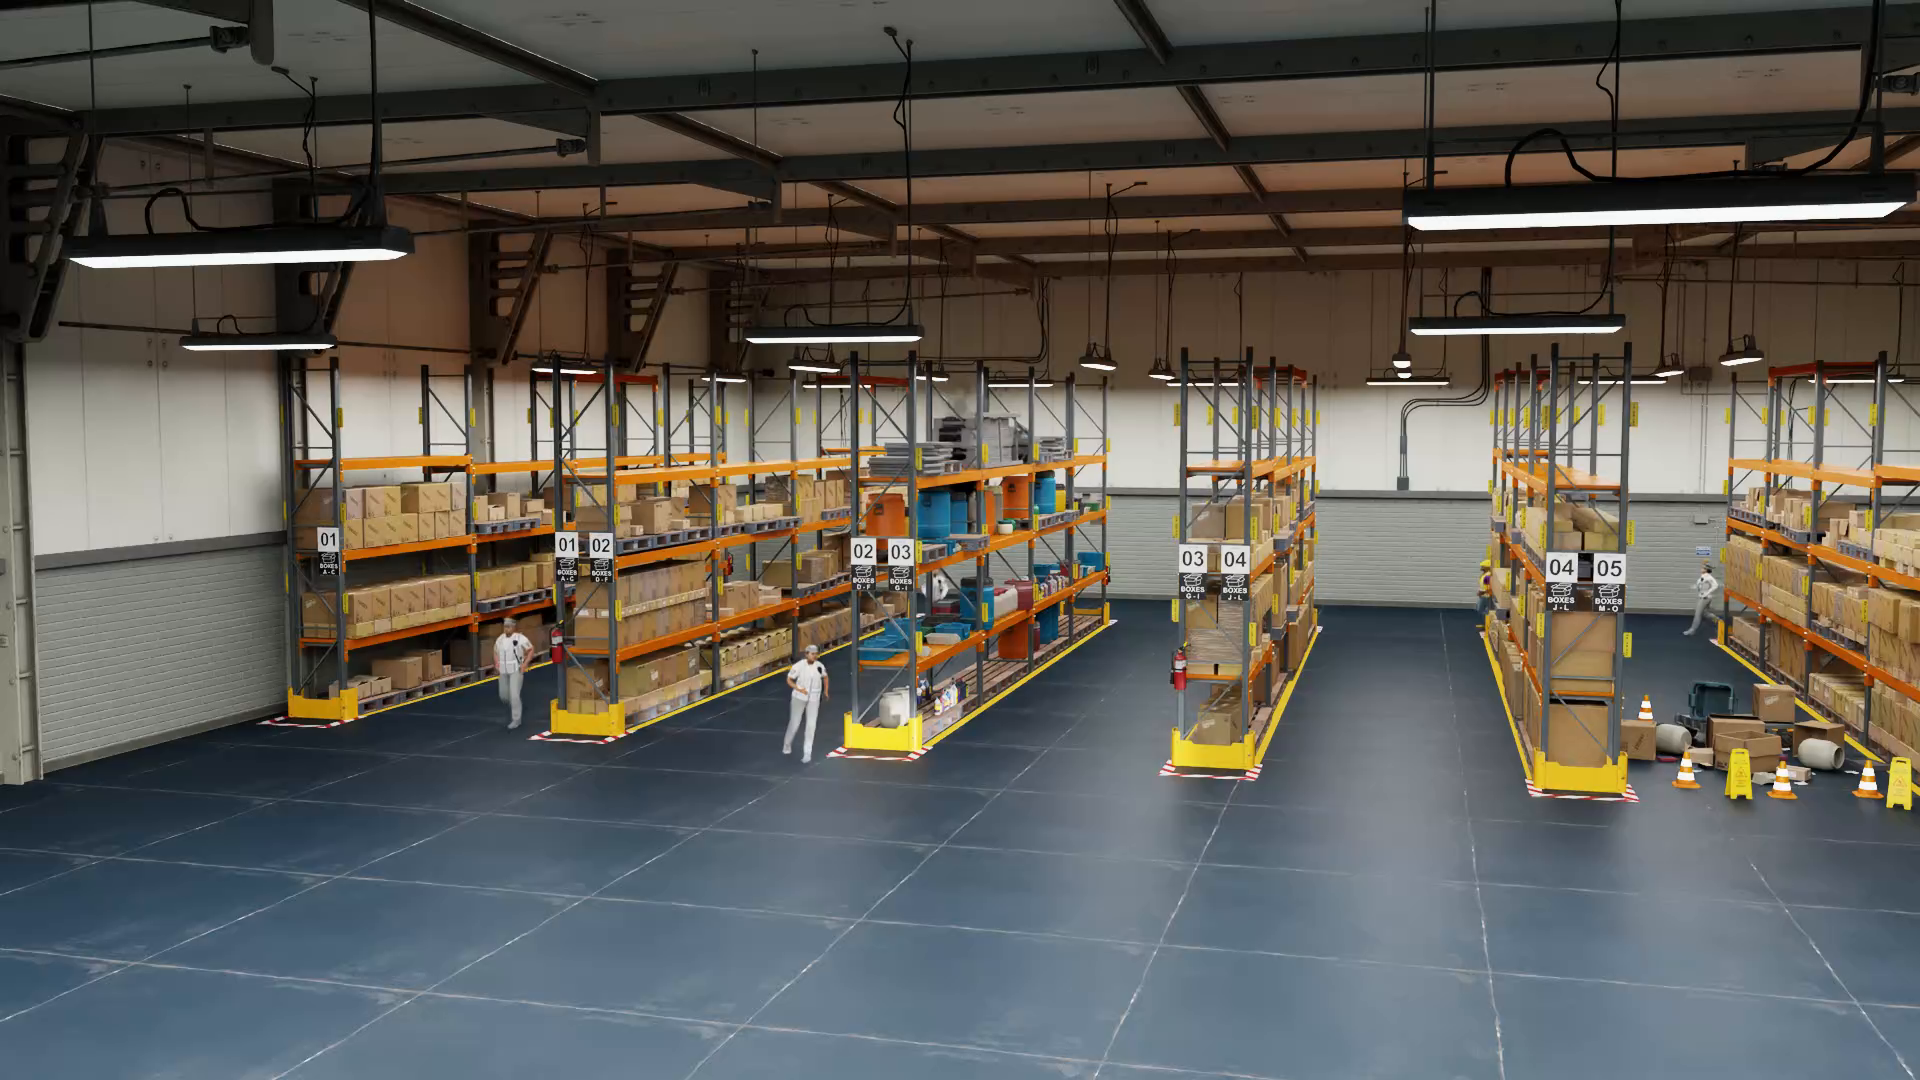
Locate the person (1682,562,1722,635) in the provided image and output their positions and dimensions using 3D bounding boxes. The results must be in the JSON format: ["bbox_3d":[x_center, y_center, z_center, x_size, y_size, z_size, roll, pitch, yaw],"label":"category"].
[{"bbox_3d":[17.057,1.349,38.045,0.938,1.697,0.619,1,4,19],"label":"person"}]

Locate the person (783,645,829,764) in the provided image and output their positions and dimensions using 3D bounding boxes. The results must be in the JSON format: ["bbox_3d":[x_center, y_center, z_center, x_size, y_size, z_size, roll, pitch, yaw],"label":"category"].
[{"bbox_3d":[-2.233,2.382,24.487,0.679,1.674,0.827,-1,4,-18],"label":"person"}]

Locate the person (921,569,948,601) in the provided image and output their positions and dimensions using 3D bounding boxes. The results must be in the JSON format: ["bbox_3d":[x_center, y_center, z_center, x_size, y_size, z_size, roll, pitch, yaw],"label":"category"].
[{"bbox_3d":[-0.597,1.378,38.195,0.609,1.670,0.583,0,4,6],"label":"person"}]

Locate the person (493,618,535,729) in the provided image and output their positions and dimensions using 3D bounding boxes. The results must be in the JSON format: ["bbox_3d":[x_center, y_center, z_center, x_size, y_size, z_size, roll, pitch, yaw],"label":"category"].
[{"bbox_3d":[-7.310,2.148,27.180,0.702,1.798,0.794,1,4,12],"label":"person"}]

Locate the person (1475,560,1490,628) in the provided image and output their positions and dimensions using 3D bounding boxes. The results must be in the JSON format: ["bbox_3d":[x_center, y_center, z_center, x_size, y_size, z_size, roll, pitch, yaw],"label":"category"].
[{"bbox_3d":[12.486,1.291,39.234,0.612,1.666,0.752,1,4,10],"label":"person"}]
